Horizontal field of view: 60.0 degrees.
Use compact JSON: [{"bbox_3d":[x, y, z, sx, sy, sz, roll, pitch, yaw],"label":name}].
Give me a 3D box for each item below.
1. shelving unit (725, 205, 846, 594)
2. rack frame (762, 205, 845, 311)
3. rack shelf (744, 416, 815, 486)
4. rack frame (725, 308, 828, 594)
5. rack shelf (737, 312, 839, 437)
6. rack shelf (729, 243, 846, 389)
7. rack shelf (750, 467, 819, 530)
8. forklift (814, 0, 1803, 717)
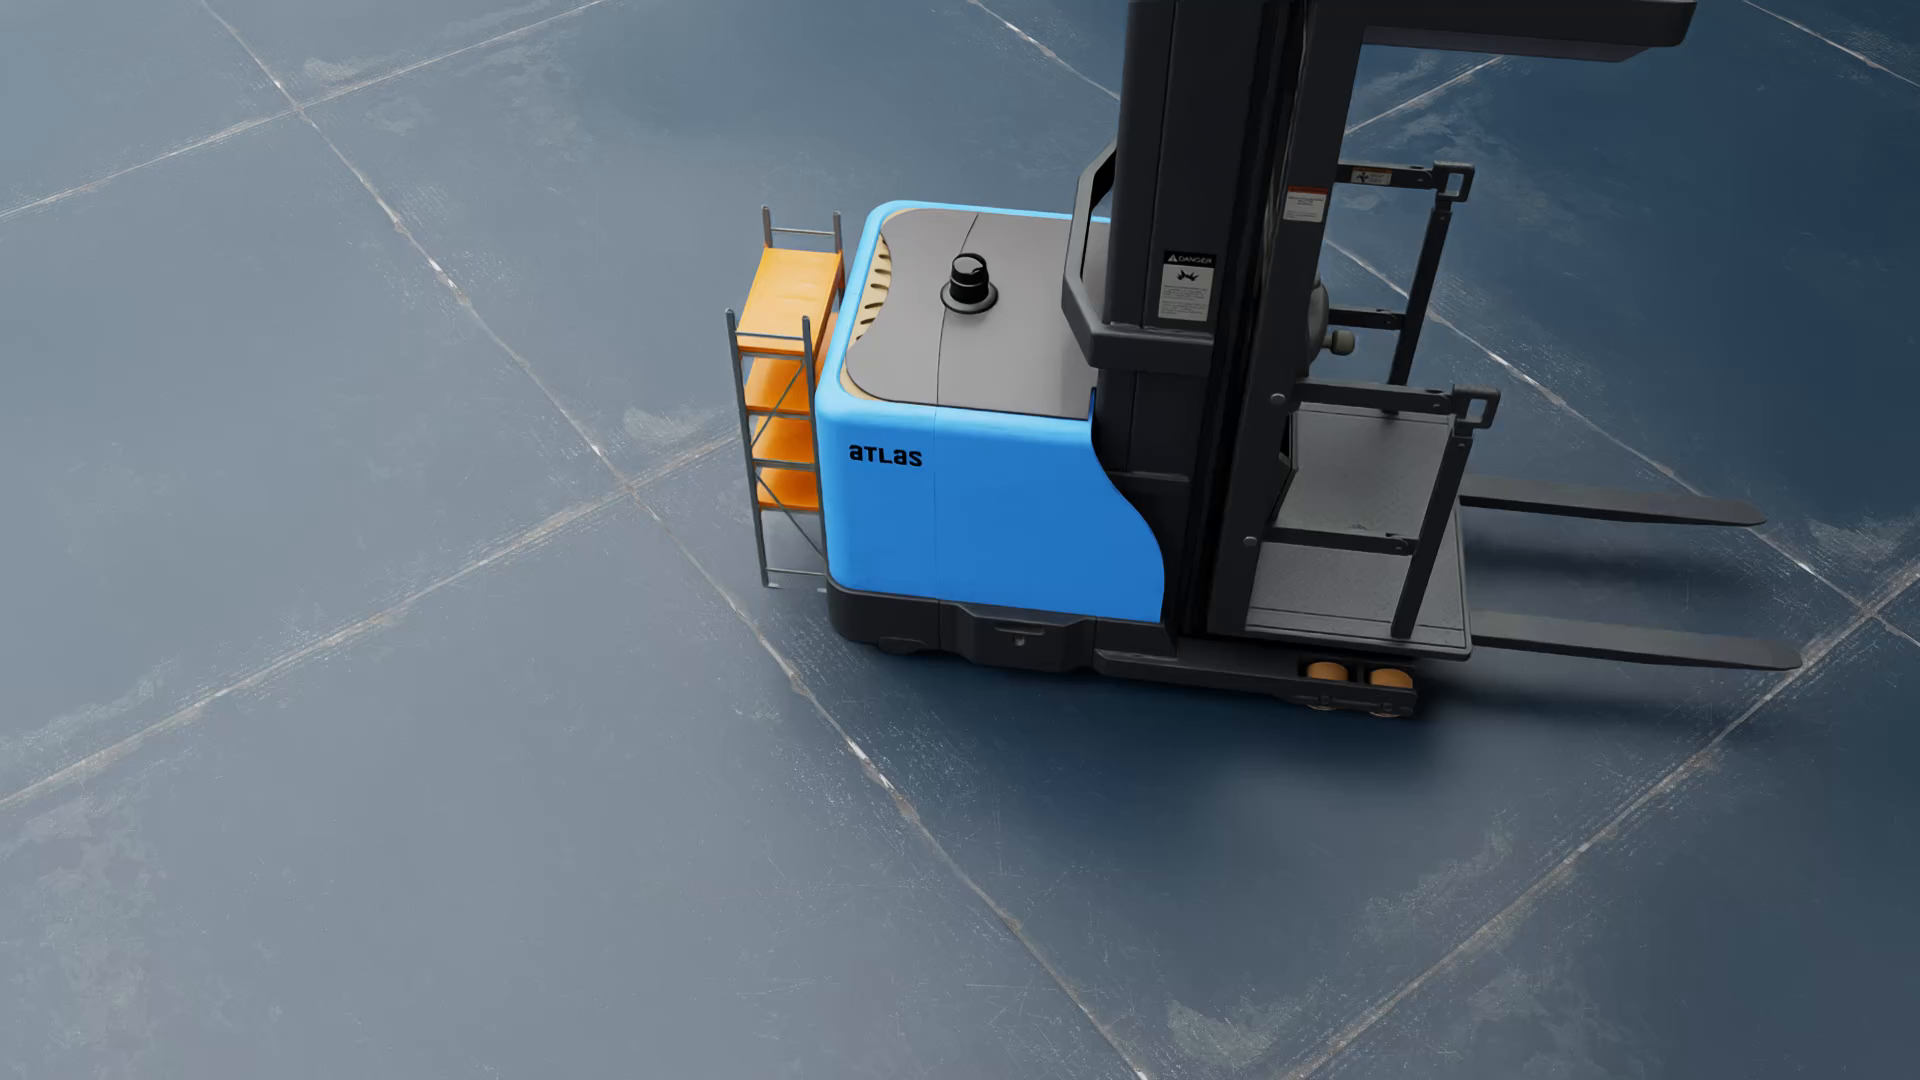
[{"bbox_3d":[-0.514,-0.418,5.319,0.258,1.200,0.503,6,48,5],"label":"shelving unit"},{"bbox_3d":[-0.482,-0.597,5.481,0.240,1.200,0.015,6,48,5],"label":"rack frame"},{"bbox_3d":[-0.514,-0.372,5.369,0.258,0.148,0.480,6,48,5],"label":"rack shelf"},{"bbox_3d":[-0.546,-0.238,5.156,0.240,1.200,0.015,6,48,5],"label":"rack frame"},{"bbox_3d":[-0.514,-0.523,5.203,0.258,0.148,0.480,6,48,5],"label":"rack shelf"},{"bbox_3d":[-0.514,-0.682,5.028,0.258,0.148,0.480,6,48,5],"label":"rack shelf"},{"bbox_3d":[-0.514,-0.239,5.516,0.258,0.148,0.480,6,48,5],"label":"rack shelf"},{"bbox_3d":[1.133,-0.849,4.541,3.031,2.935,1.130,6,48,5],"label":"forklift"}]
